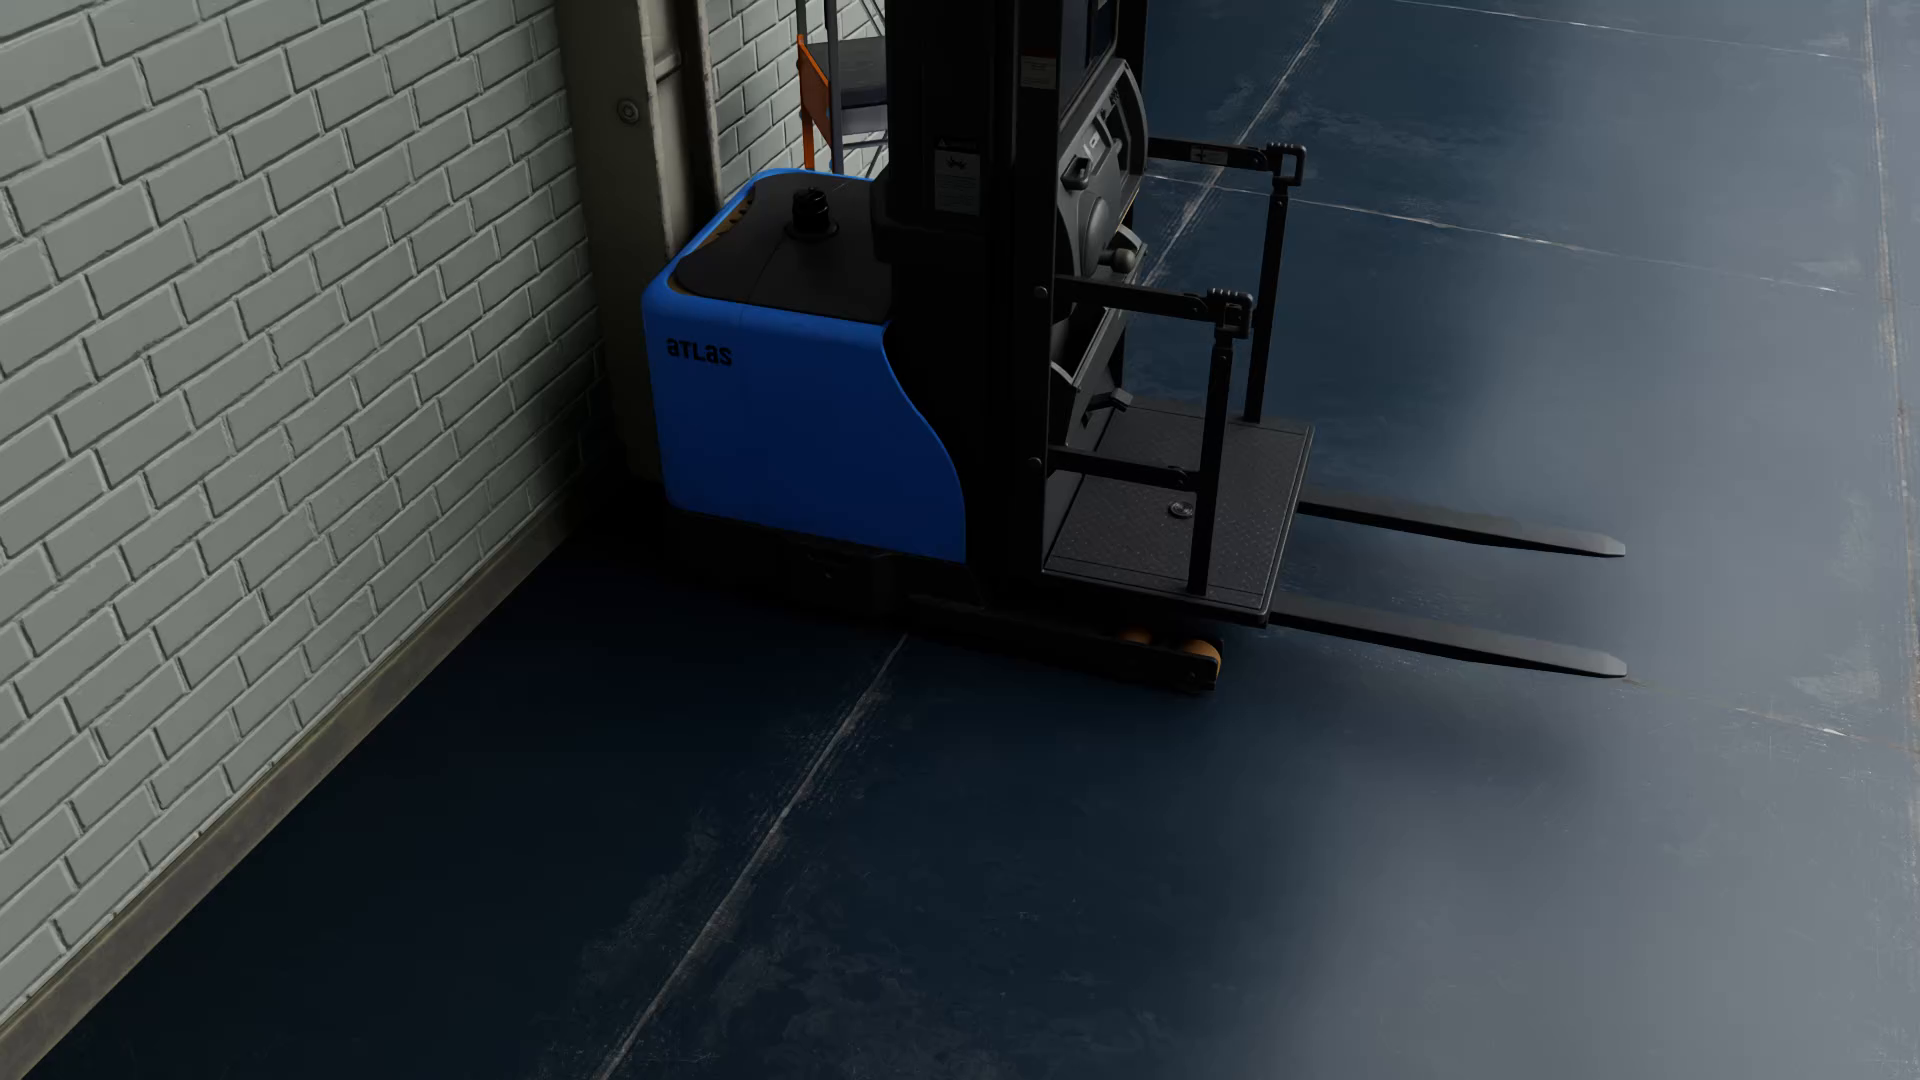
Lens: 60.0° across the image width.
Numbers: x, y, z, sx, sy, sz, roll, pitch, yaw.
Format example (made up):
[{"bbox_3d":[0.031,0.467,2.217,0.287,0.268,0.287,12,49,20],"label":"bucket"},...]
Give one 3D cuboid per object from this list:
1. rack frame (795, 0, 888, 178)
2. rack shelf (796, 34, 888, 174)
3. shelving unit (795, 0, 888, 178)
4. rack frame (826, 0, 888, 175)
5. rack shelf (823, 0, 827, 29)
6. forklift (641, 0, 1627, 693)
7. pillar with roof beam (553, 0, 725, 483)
[{"bbox_3d":[-0.400,-1.681,6.245,0.400,2.100,0.015,-11,38,-14],"label":"rack frame"},{"bbox_3d":[-0.327,-1.531,6.067,0.431,0.518,0.480,-11,38,-14],"label":"rack shelf"},{"bbox_3d":[-0.327,-1.542,6.059,0.431,2.100,0.503,-11,38,-14],"label":"shelving unit"},{"bbox_3d":[-0.253,-1.402,5.872,0.400,2.100,0.015,-11,38,-14],"label":"rack frame"},{"bbox_3d":[-0.327,-2.091,5.648,0.431,0.518,0.480,-11,38,-14],"label":"rack shelf"},{"bbox_3d":[0.600,-1.061,4.721,3.031,2.935,1.130,11,38,14],"label":"forklift"},{"bbox_3d":[2.958,-2.946,2.175,9.100,9.000,0.400,14,39,18],"label":"pillar with roof beam"}]
